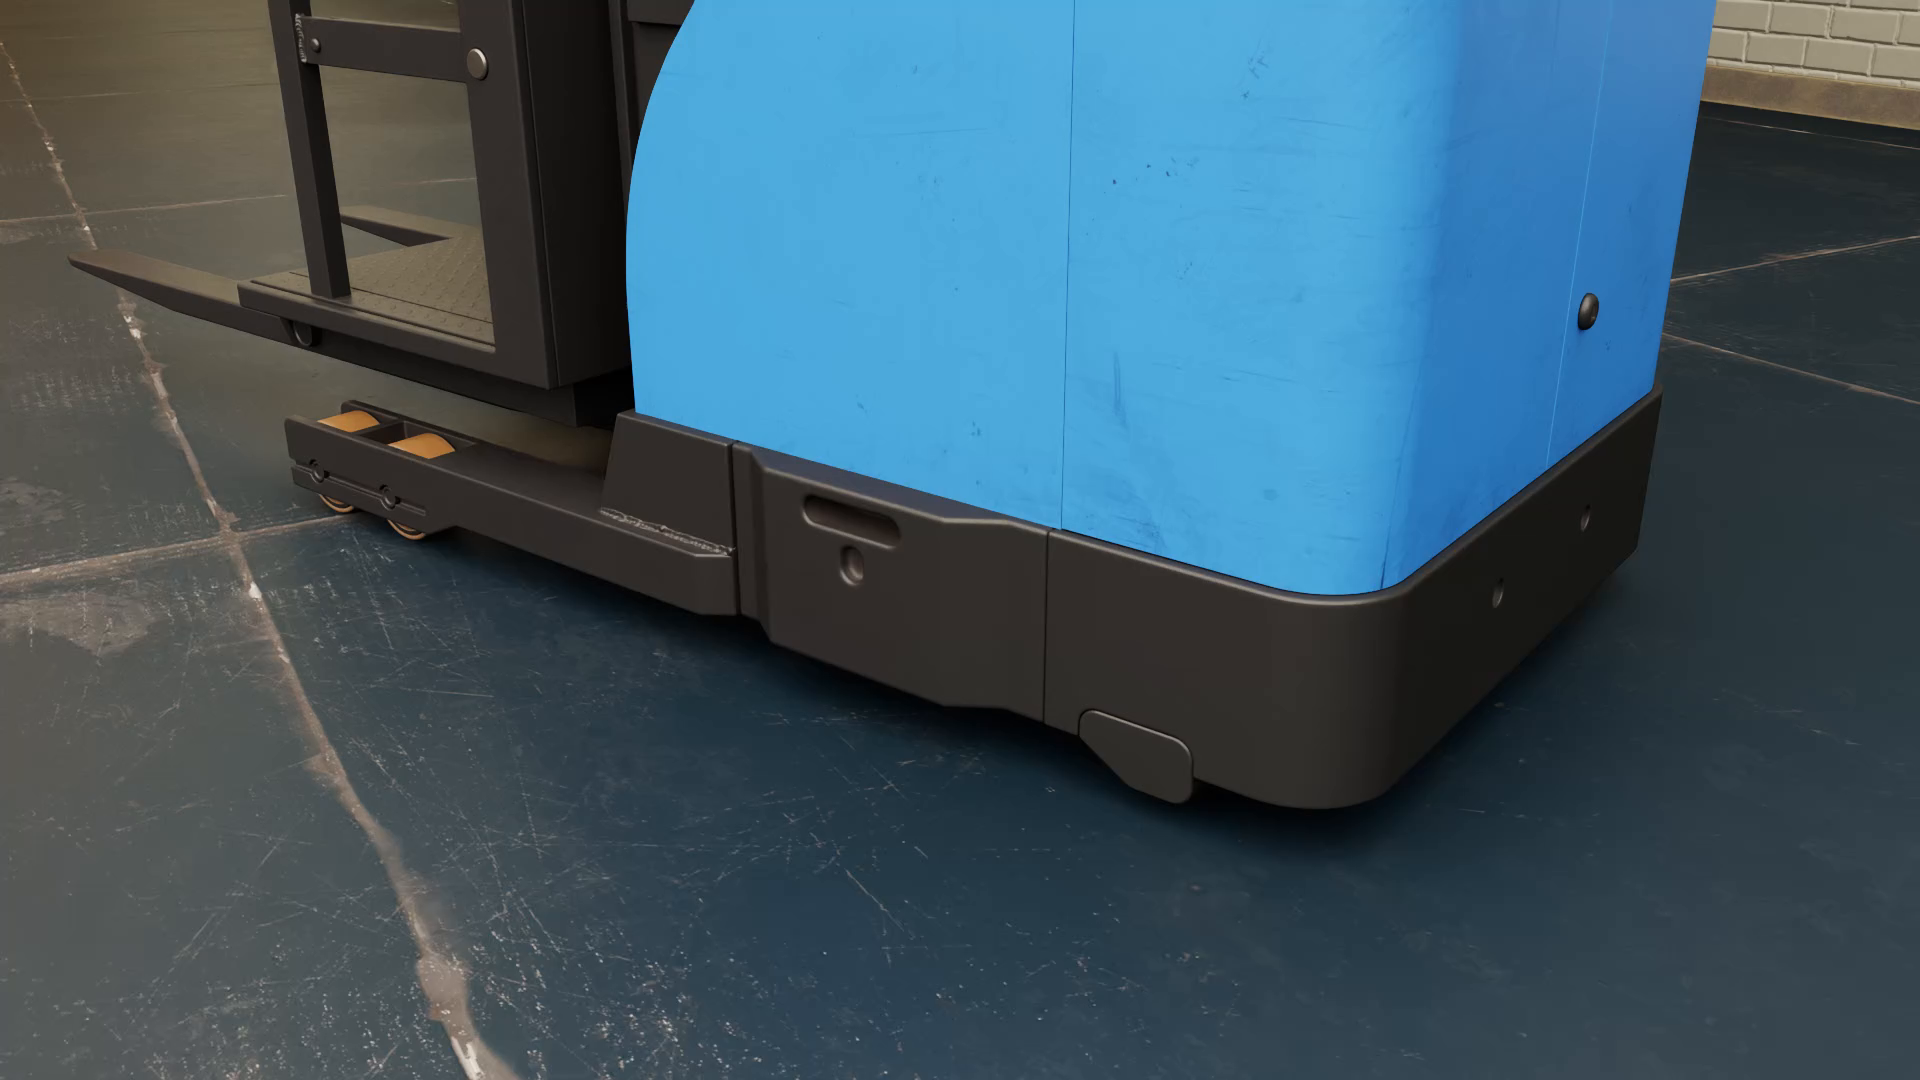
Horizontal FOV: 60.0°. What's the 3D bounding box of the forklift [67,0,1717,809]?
[{"bbox_3d":[-0.481,-1.497,2.422,3.031,2.935,1.130,16,27,34],"label":"forklift"}]
